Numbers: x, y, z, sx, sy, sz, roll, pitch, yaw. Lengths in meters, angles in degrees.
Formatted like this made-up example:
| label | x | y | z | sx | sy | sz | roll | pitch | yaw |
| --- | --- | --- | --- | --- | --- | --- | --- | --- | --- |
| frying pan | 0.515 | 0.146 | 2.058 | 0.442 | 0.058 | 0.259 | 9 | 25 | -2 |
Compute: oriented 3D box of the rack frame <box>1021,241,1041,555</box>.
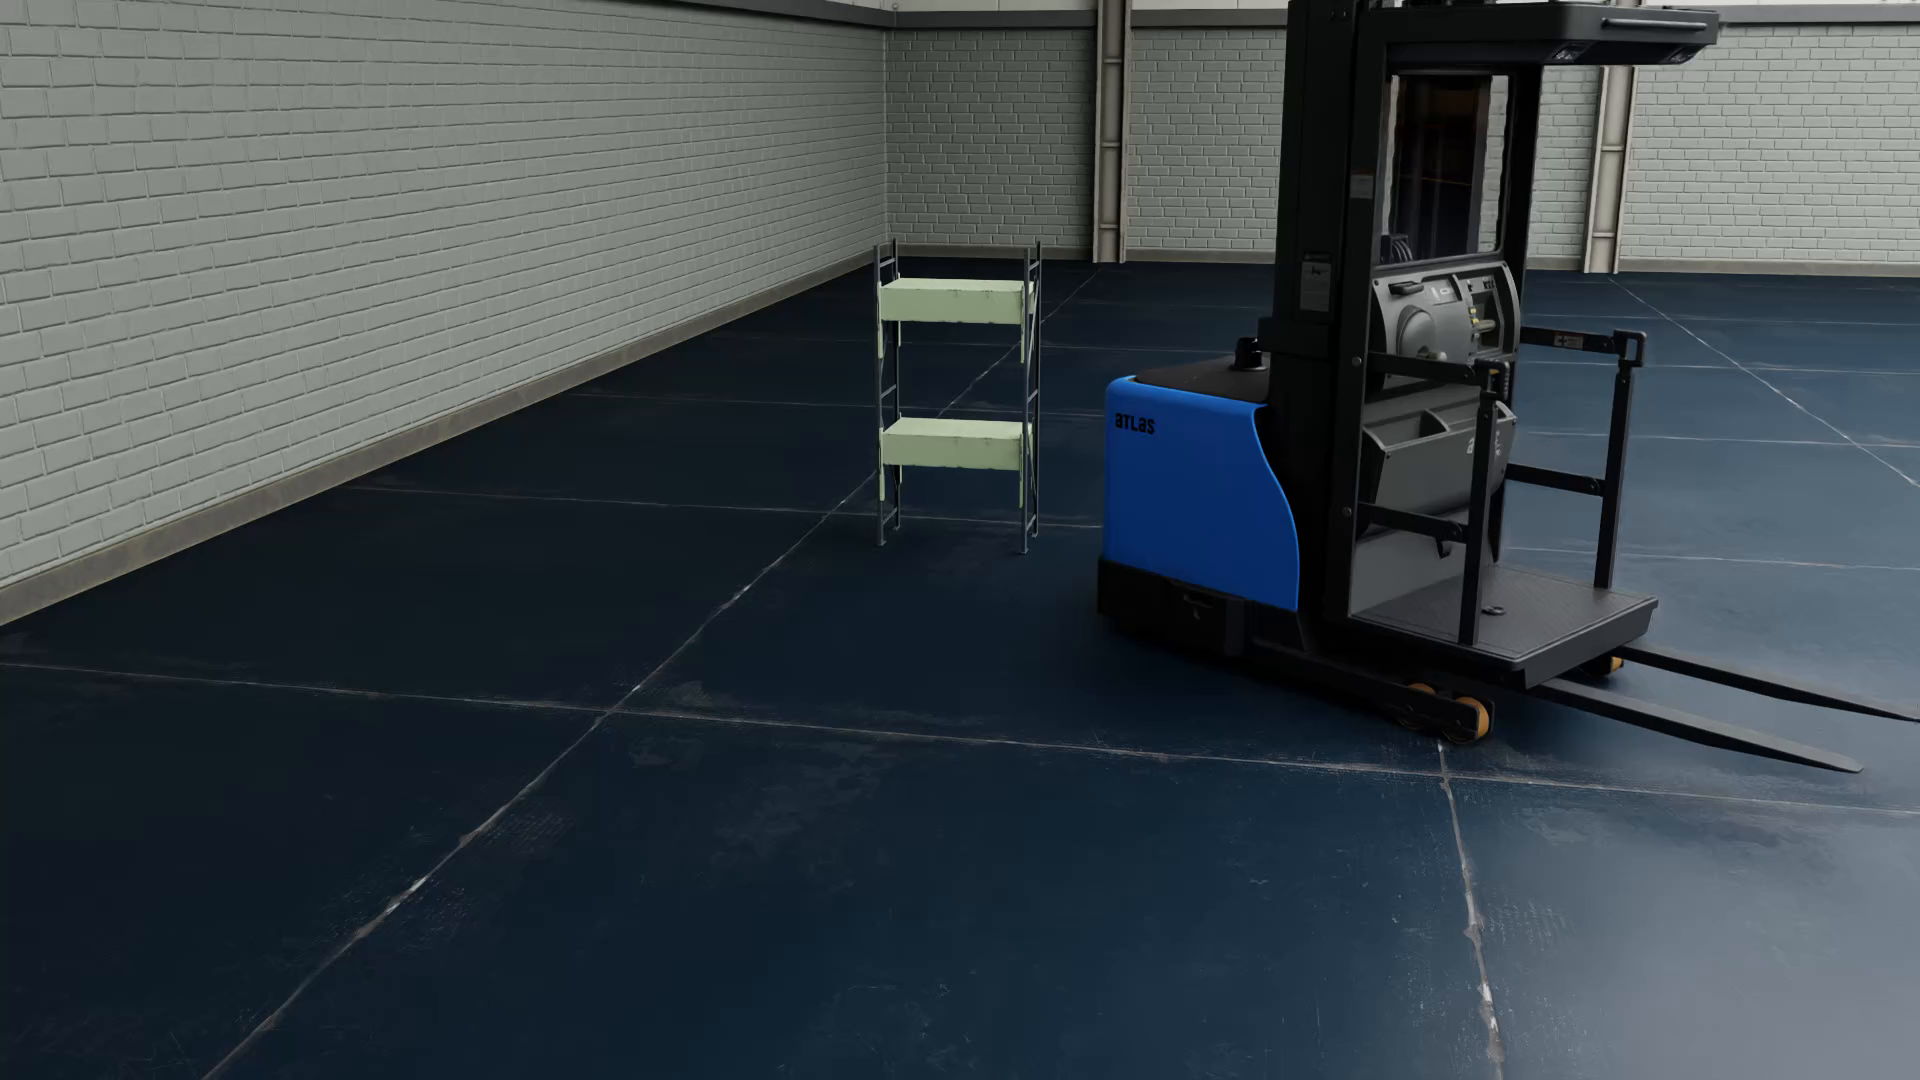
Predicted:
| label | x | y | z | sx | sy | sz | roll | pitch | yaw |
| --- | --- | --- | --- | --- | --- | --- | --- | --- | --- |
| rack frame | 0.352 | -0.704 | 8.223 | 0.023 | 1.500 | 0.400 | 3 | 16 | 11 |

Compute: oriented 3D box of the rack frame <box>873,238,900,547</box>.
| label | x | y | z | sx | sy | sz | roll | pitch | yaw |
| --- | --- | --- | --- | --- | --- | --- | --- | --- | --- |
| rack frame | -0.365 | -0.743 | 8.363 | 0.023 | 1.500 | 0.400 | 3 | 16 | 11 |

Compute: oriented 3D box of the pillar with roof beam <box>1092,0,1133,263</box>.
| label | x | y | z | sx | sy | sz | roll | pitch | yaw |
| --- | --- | --- | --- | --- | --- | --- | --- | --- | --- |
| pillar with roof beam | 1.068 | -6.807 | 16.208 | 0.400 | 9.000 | 9.100 | 3 | 16 | 11 |

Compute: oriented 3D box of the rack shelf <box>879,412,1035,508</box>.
| label | x | y | z | sx | sy | sz | roll | pitch | yaw |
| --- | --- | --- | --- | --- | --- | --- | --- | --- | --- |
| rack shelf | -0.007 | -0.409 | 8.380 | 0.720 | 0.370 | 0.431 | 3 | 16 | 11 |

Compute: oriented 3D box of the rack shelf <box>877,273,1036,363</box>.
| label | x | y | z | sx | sy | sz | roll | pitch | yaw |
| --- | --- | --- | --- | --- | --- | --- | --- | --- | --- |
| rack shelf | -0.007 | -1.099 | 8.189 | 0.720 | 0.370 | 0.431 | 3 | 16 | 11 |

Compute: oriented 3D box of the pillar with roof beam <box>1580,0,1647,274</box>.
| label | x | y | z | sx | sy | sz | roll | pitch | yaw |
| --- | --- | --- | --- | --- | --- | --- | --- | --- | --- |
| pillar with roof beam | 6.948 | -6.488 | 15.055 | 0.400 | 9.000 | 9.100 | 3 | 16 | 11 |

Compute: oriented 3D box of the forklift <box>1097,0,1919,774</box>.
| label | x | y | z | sx | sy | sz | roll | pitch | yaw |
| --- | --- | --- | --- | --- | --- | --- | --- | --- | --- |
| forklift | 1.960 | -0.843 | 6.045 | 1.130 | 2.935 | 3.031 | -14 | 21 | -41 |

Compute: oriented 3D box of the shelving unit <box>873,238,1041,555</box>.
| label | x | y | z | sx | sy | sz | roll | pitch | yaw |
| --- | --- | --- | --- | --- | --- | --- | --- | --- | --- |
| shelving unit | -0.007 | -0.723 | 8.293 | 0.755 | 1.500 | 0.431 | 3 | 16 | 11 |
